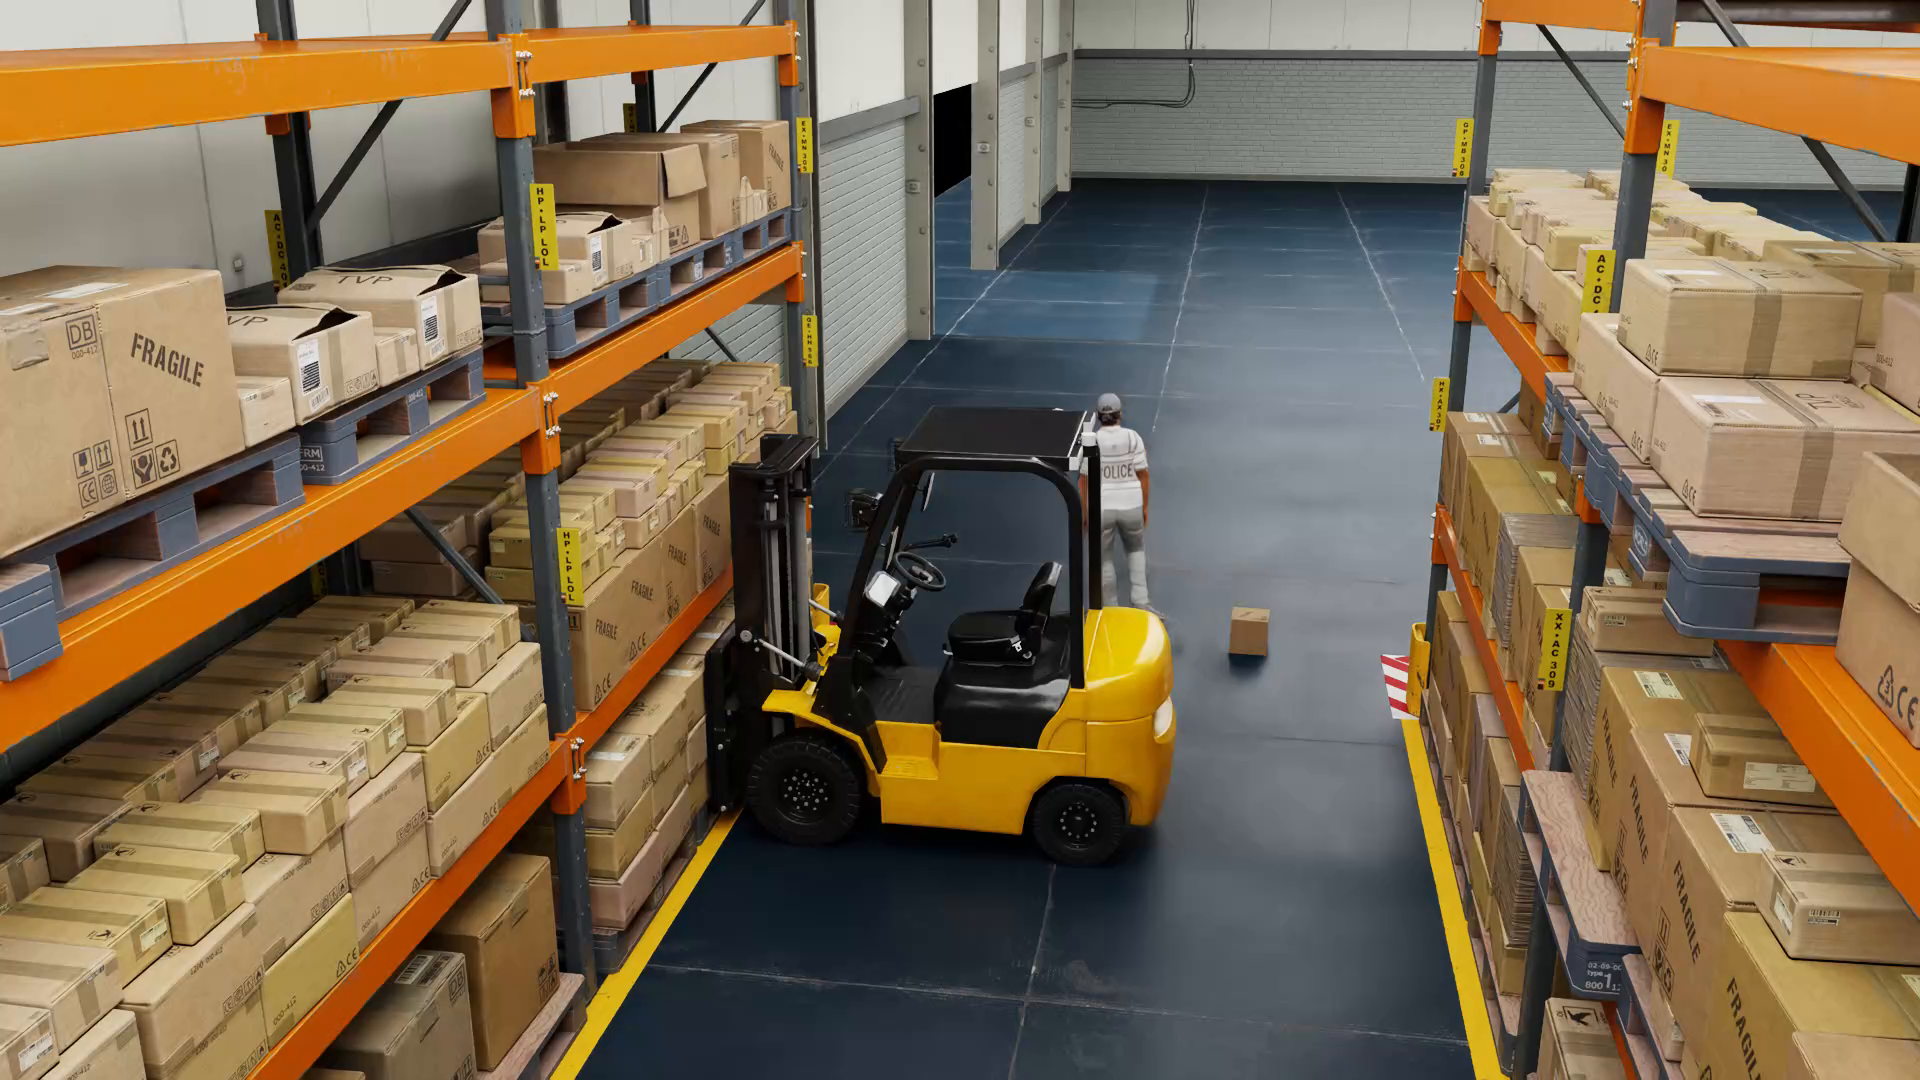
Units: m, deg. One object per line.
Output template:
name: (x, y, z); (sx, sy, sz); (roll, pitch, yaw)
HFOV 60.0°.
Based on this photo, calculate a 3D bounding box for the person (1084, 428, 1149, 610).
person: (1.096, -0.129, 11.630); (0.487, 1.354, 0.435); (-4, 18, -11)
